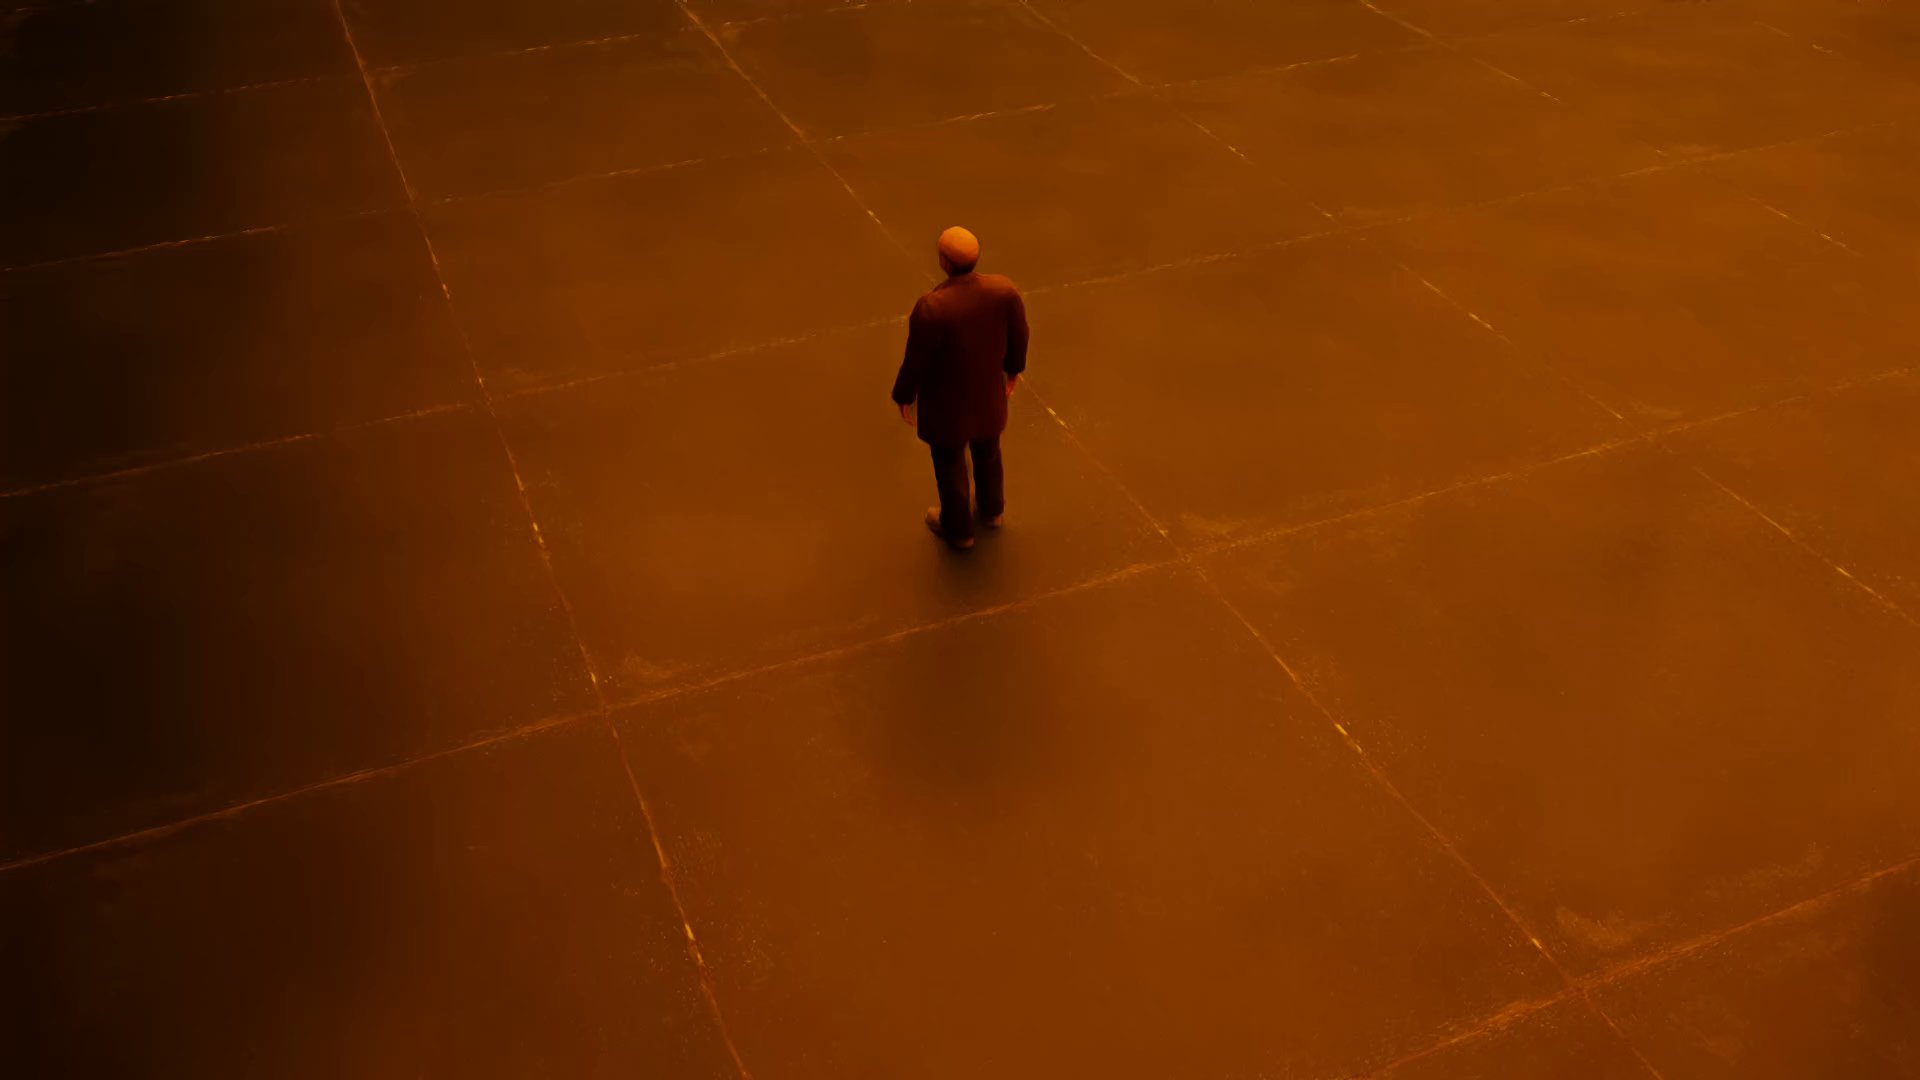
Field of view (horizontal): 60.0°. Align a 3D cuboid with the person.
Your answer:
[{"bbox_3d":[-0.031,-0.780,8.178,0.694,1.776,0.580,-14,38,-19],"label":"person"}]
